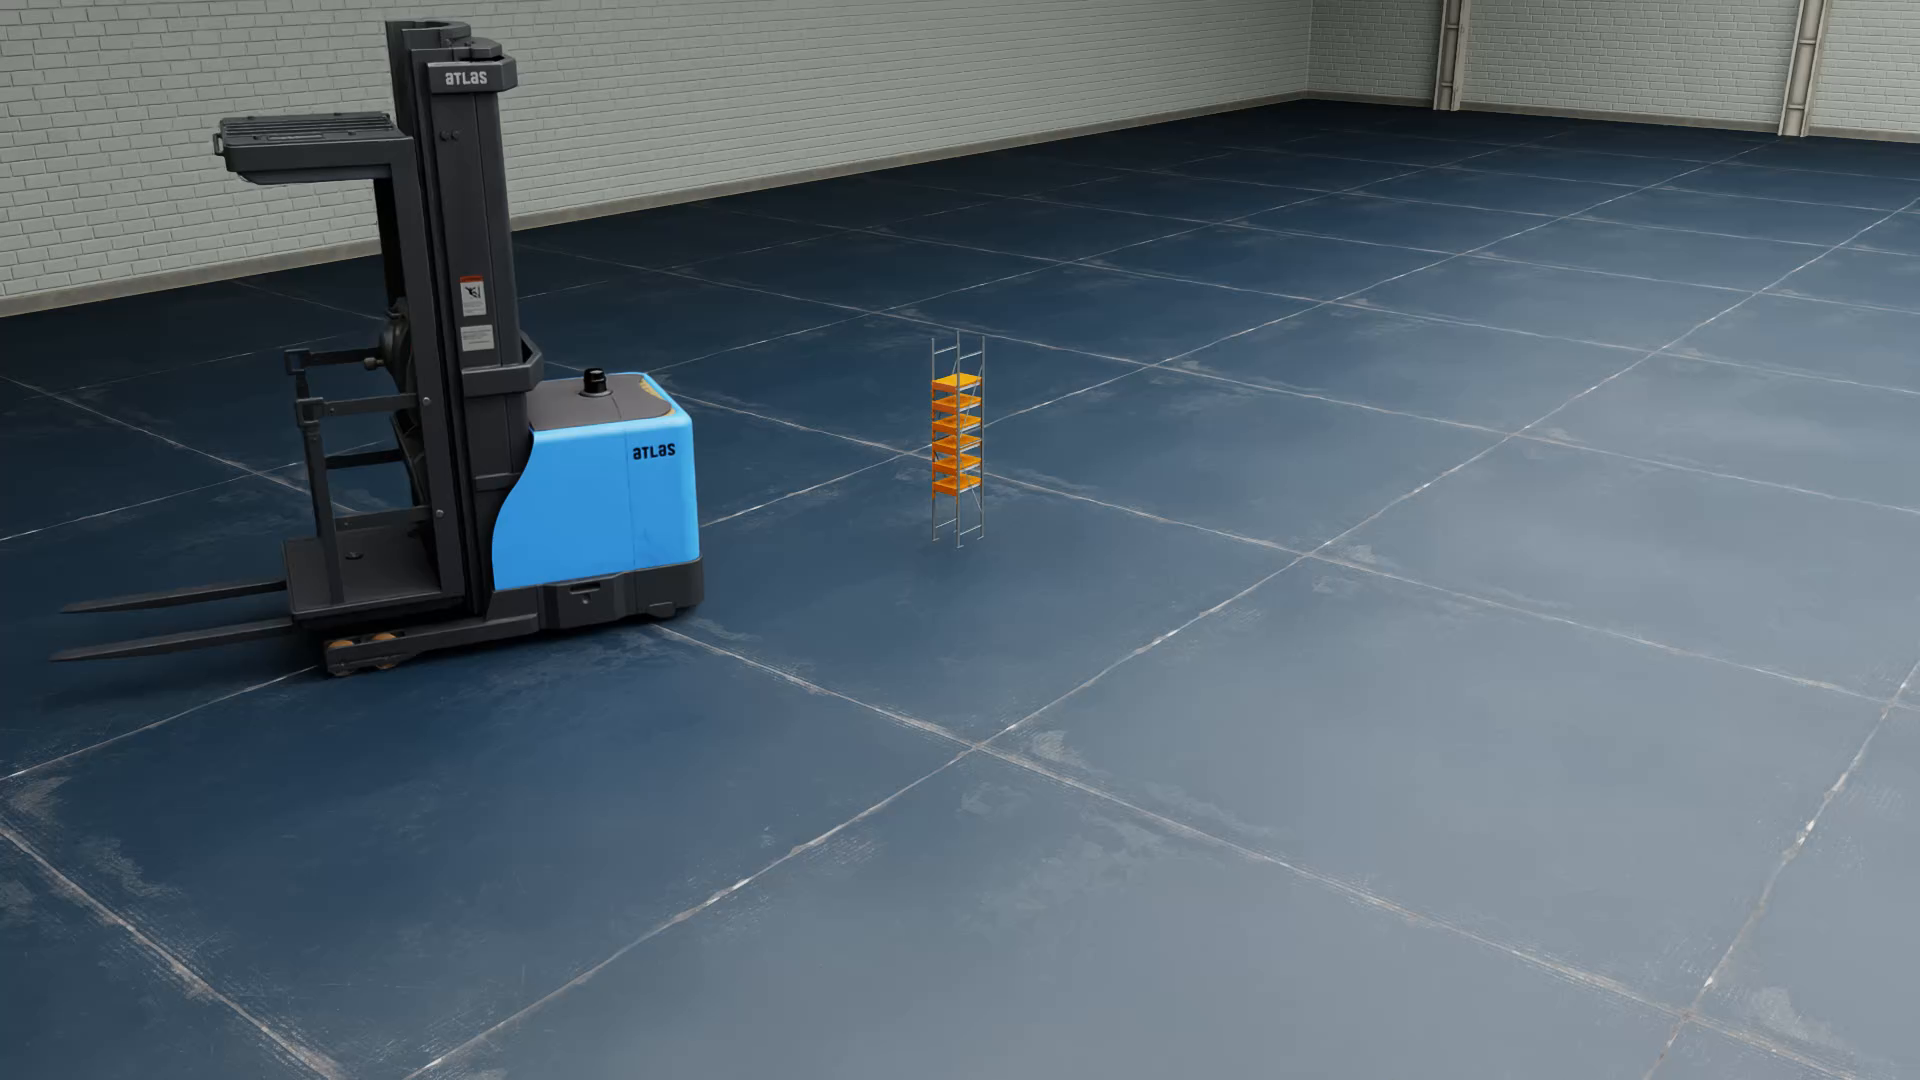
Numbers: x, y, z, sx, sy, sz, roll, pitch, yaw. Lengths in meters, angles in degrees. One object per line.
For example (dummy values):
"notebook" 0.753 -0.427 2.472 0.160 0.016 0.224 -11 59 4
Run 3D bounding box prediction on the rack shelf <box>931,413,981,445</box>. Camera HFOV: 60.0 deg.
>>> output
"rack shelf" -0.011 -0.635 9.438 0.180 0.103 0.258 16 26 36

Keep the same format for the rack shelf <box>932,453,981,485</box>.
"rack shelf" -0.011 -0.411 9.523 0.180 0.103 0.258 16 26 36

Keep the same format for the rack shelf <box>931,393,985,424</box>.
"rack shelf" -0.011 -0.748 9.396 0.180 0.103 0.258 16 26 36

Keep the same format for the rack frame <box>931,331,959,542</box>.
"rack frame" -0.082 -0.585 9.519 0.006 1.200 0.240 16 26 36

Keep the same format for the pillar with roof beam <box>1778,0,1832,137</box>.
"pillar with roof beam" 10.950 -9.681 22.588 0.400 9.000 9.100 16 26 36

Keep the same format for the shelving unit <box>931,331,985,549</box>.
"shelving unit" -0.011 -0.565 9.465 0.189 1.200 0.258 16 26 36

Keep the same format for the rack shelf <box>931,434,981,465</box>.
"rack shelf" -0.011 -0.523 9.481 0.180 0.103 0.258 16 26 36

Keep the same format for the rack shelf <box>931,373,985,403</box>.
"rack shelf" -0.011 -0.860 9.354 0.180 0.103 0.258 16 26 36

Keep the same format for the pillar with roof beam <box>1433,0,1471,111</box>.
"pillar with roof beam" 6.302 -11.020 26.137 0.400 9.000 9.100 16 26 36

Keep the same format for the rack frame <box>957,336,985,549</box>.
"rack frame" 0.060 -0.544 9.411 0.006 1.200 0.240 16 26 36

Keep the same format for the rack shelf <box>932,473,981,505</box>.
"rack shelf" -0.011 -0.298 9.565 0.180 0.103 0.258 16 26 36

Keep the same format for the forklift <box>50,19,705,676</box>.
"forklift" -2.893 -0.935 7.993 3.031 2.935 1.130 -9 22 -22
